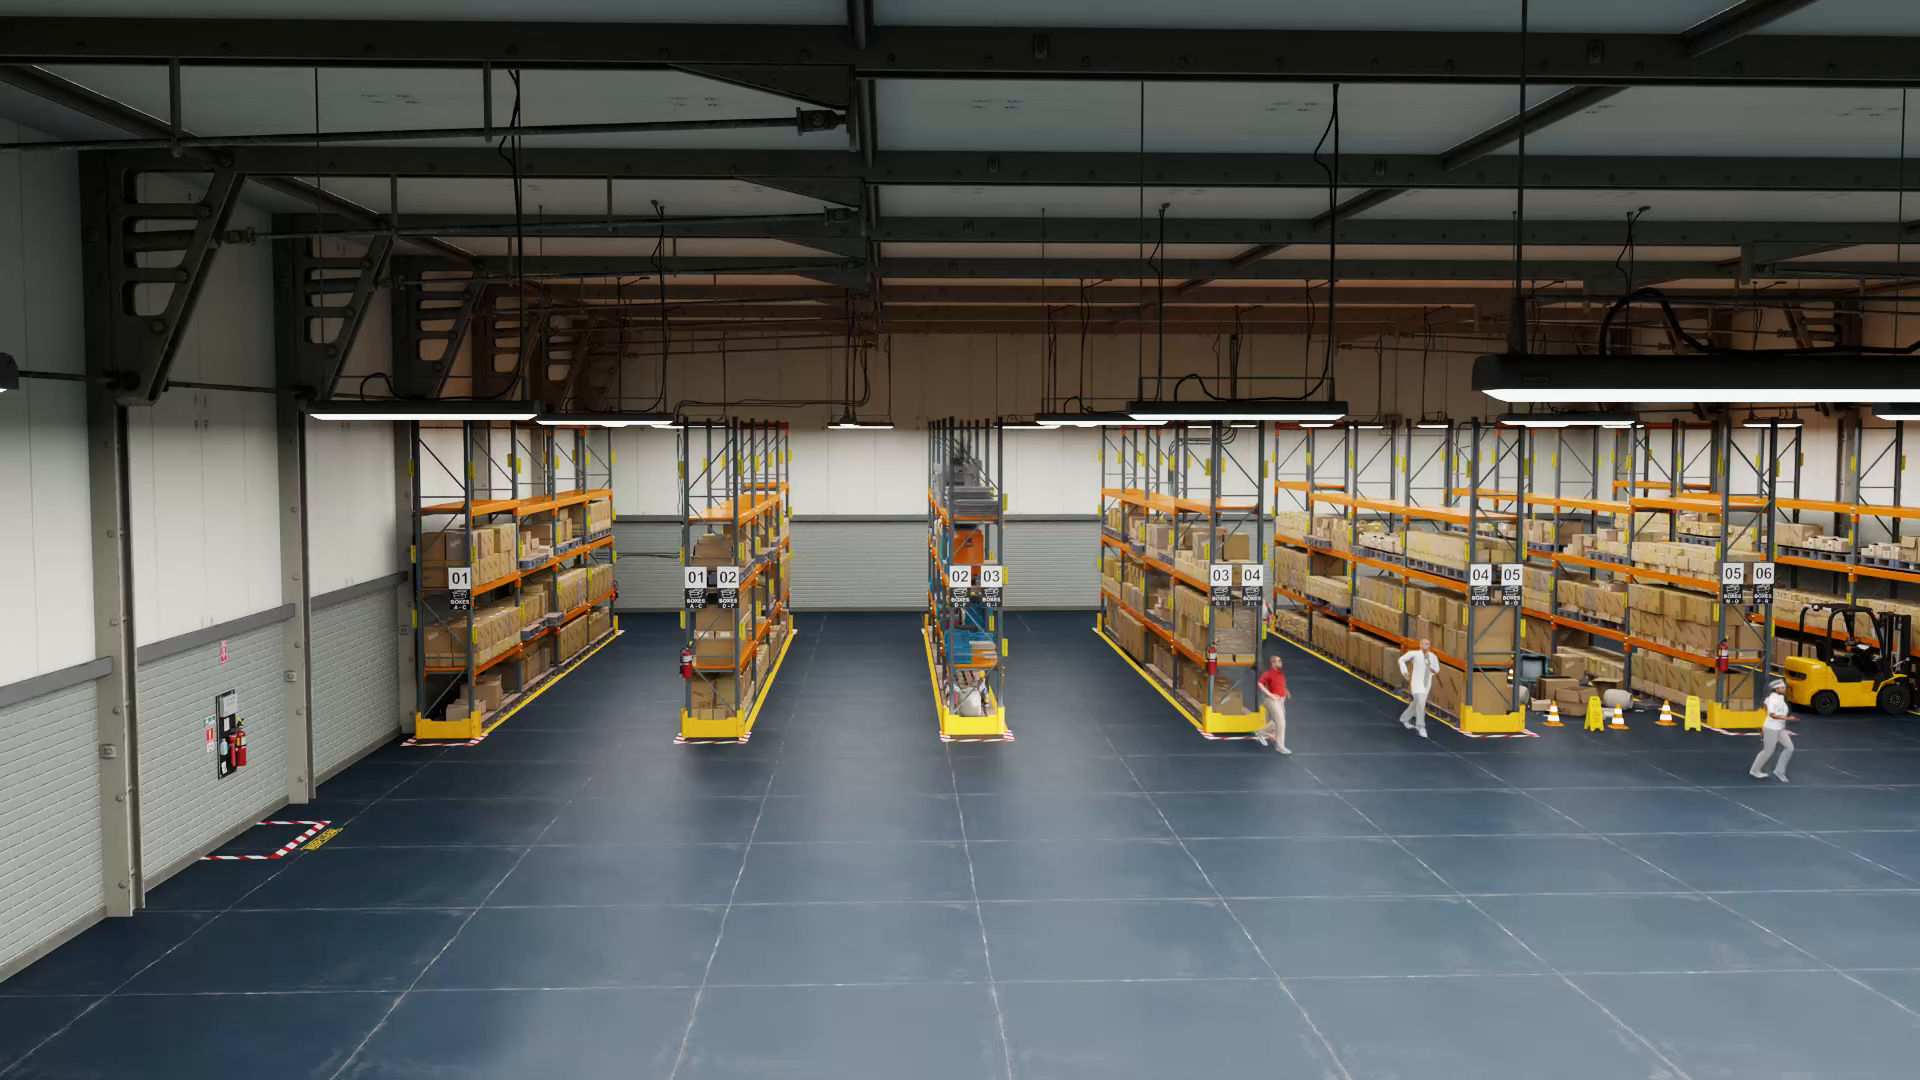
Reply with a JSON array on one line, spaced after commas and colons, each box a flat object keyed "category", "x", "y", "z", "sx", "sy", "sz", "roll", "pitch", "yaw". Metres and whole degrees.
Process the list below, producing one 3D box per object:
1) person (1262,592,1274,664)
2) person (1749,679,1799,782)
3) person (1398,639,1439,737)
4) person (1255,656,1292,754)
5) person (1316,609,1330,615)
[{"category": "person", "x": 7.476, "y": 2.148, "z": 41.347, "sx": 0.668, "sy": 1.786, "sz": 0.893, "roll": 0, "pitch": 4, "yaw": -4}, {"category": "person", "x": 13.320, "y": 3.120, "z": 27.178, "sx": 0.736, "sy": 1.745, "sz": 0.563, "roll": 3, "pitch": 5, "yaw": 42}, {"category": "person", "x": 8.782, "y": 2.779, "z": 31.673, "sx": 0.716, "sy": 1.810, "sz": 0.954, "roll": -2, "pitch": 4, "yaw": -24}, {"category": "person", "x": 5.617, "y": 2.936, "z": 29.797, "sx": 0.764, "sy": 1.721, "sz": 0.680, "roll": 3, "pitch": 5, "yaw": 37}, {"category": "person", "x": 10.701, "y": 1.654, "z": 49.028, "sx": 0.916, "sy": 1.698, "sz": 0.613, "roll": 0, "pitch": 4, "yaw": -6}]
